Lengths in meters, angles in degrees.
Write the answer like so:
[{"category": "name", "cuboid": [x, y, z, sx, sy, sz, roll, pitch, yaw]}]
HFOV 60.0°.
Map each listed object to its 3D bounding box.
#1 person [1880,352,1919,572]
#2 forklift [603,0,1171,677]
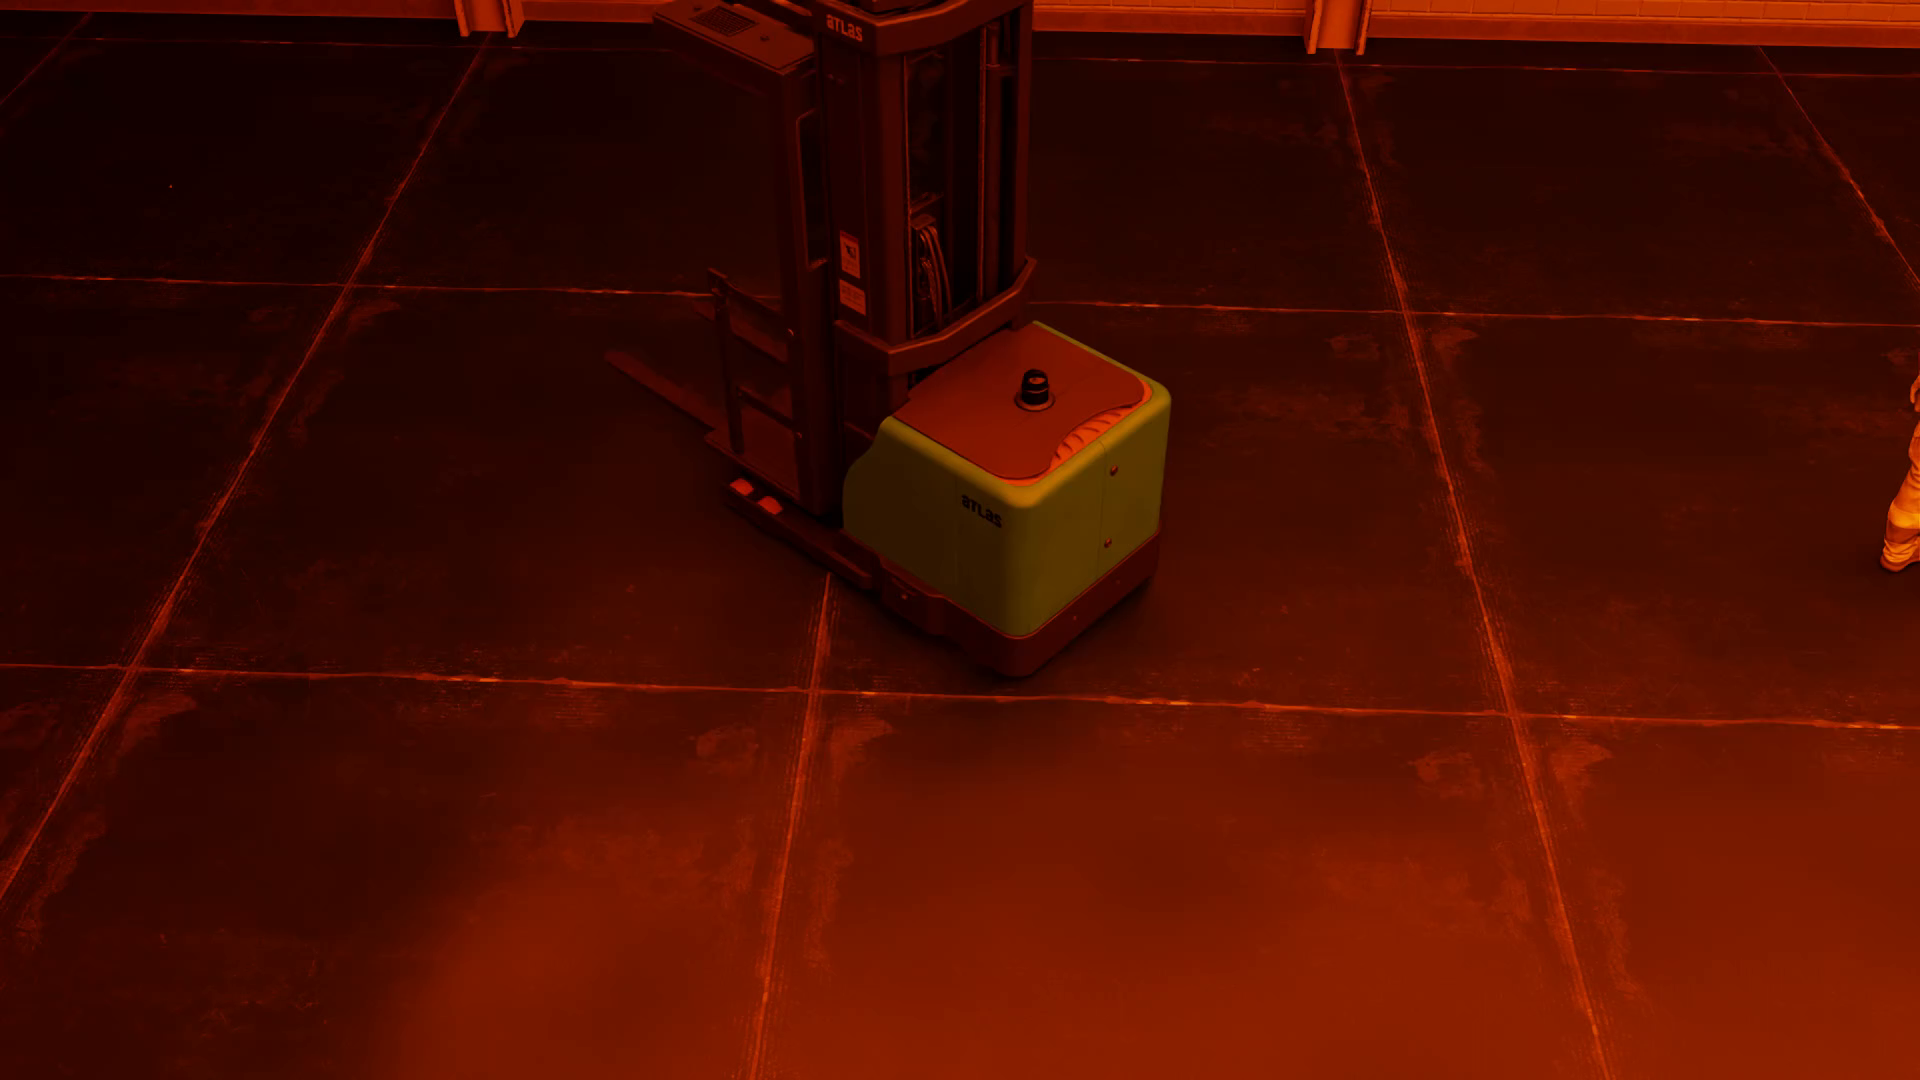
[{"category": "person", "cuboid": [4.434, -0.555, 7.187, 0.564, 1.787, 0.638, -15, 45, -16]}, {"category": "forklift", "cuboid": [-0.516, -1.357, 7.229, 3.031, 2.935, 1.130, 32, 51, 30]}]
